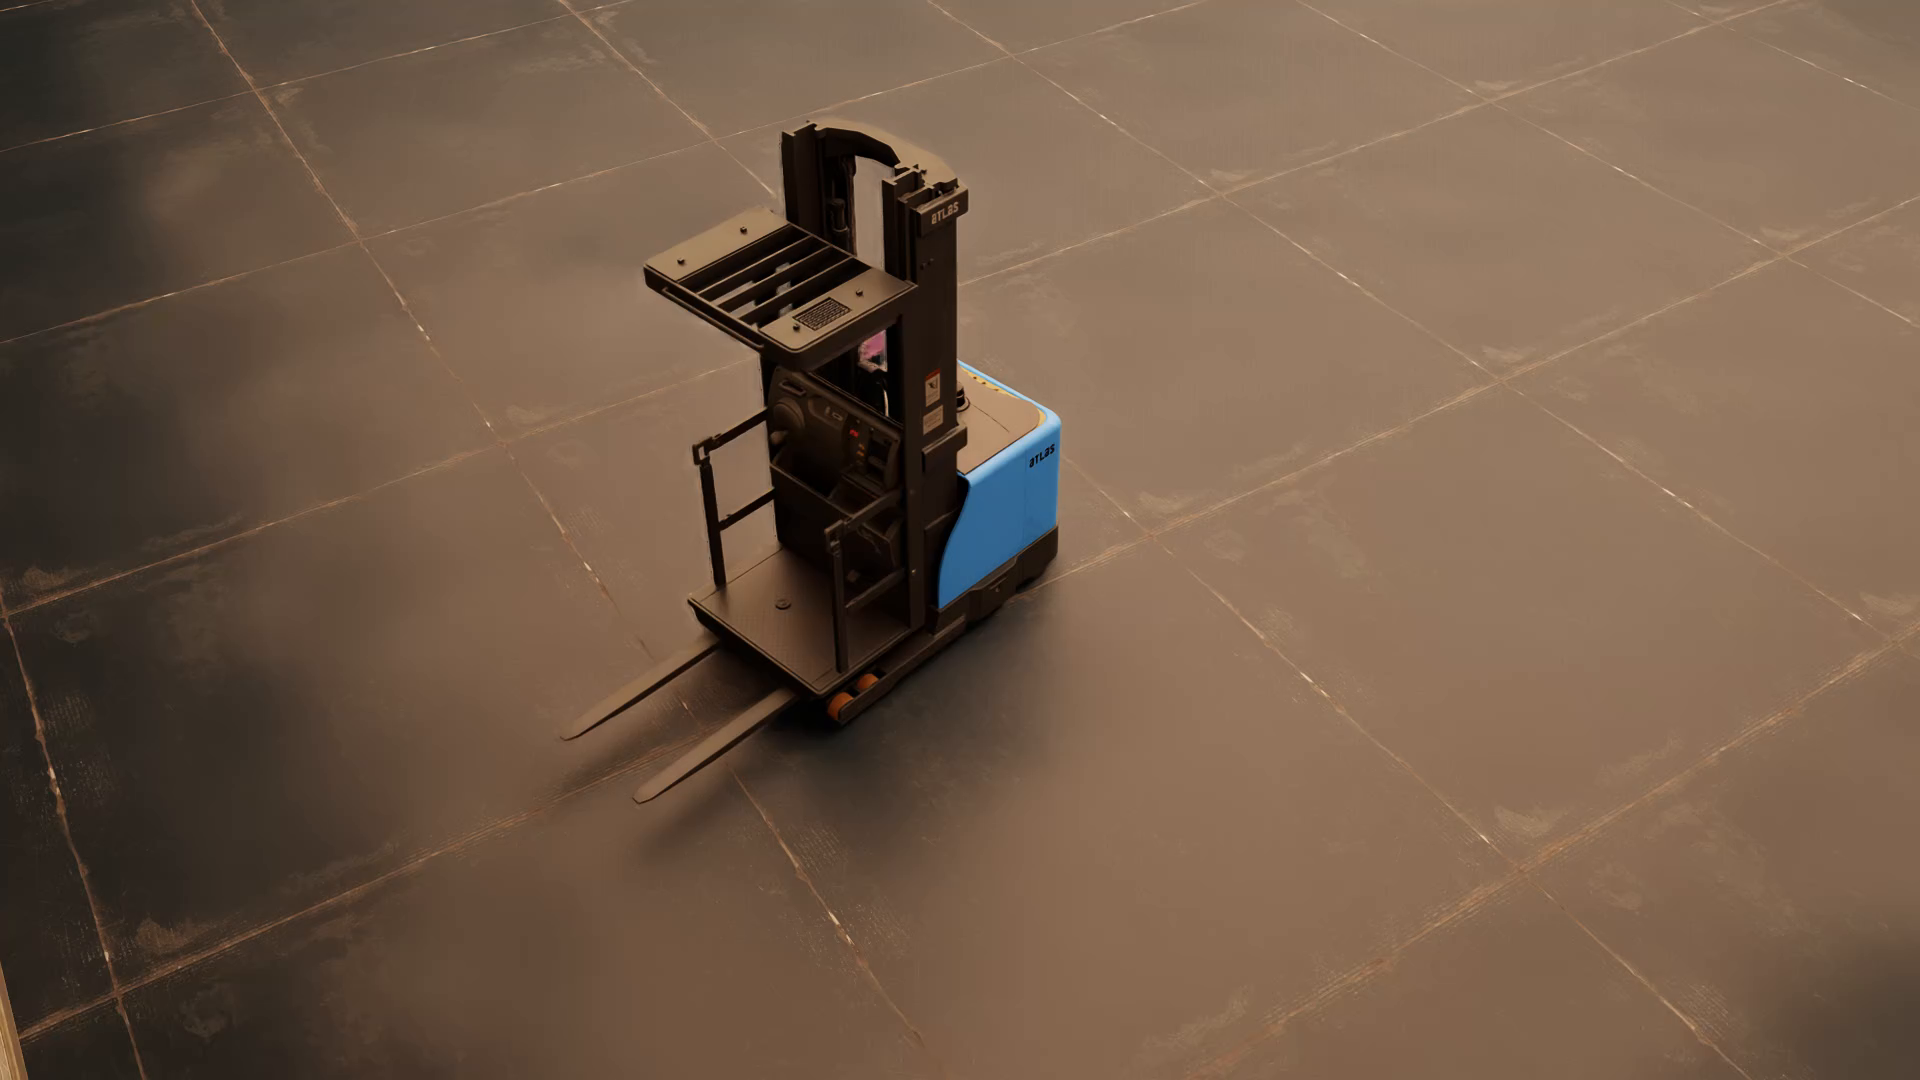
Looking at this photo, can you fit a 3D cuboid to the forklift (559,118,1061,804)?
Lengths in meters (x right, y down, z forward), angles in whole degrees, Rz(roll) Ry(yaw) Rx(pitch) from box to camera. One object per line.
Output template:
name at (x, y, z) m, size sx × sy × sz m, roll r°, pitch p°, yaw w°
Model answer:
forklift at (-0.797, -0.499, 8.442) m, size 1.130 × 2.935 × 3.031 m, roll 32°, pitch 50°, yaw 31°

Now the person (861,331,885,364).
person at (-0.682, -1.212, 10.470) m, size 0.795 × 1.385 × 0.513 m, roll 26°, pitch 48°, yaw 27°
